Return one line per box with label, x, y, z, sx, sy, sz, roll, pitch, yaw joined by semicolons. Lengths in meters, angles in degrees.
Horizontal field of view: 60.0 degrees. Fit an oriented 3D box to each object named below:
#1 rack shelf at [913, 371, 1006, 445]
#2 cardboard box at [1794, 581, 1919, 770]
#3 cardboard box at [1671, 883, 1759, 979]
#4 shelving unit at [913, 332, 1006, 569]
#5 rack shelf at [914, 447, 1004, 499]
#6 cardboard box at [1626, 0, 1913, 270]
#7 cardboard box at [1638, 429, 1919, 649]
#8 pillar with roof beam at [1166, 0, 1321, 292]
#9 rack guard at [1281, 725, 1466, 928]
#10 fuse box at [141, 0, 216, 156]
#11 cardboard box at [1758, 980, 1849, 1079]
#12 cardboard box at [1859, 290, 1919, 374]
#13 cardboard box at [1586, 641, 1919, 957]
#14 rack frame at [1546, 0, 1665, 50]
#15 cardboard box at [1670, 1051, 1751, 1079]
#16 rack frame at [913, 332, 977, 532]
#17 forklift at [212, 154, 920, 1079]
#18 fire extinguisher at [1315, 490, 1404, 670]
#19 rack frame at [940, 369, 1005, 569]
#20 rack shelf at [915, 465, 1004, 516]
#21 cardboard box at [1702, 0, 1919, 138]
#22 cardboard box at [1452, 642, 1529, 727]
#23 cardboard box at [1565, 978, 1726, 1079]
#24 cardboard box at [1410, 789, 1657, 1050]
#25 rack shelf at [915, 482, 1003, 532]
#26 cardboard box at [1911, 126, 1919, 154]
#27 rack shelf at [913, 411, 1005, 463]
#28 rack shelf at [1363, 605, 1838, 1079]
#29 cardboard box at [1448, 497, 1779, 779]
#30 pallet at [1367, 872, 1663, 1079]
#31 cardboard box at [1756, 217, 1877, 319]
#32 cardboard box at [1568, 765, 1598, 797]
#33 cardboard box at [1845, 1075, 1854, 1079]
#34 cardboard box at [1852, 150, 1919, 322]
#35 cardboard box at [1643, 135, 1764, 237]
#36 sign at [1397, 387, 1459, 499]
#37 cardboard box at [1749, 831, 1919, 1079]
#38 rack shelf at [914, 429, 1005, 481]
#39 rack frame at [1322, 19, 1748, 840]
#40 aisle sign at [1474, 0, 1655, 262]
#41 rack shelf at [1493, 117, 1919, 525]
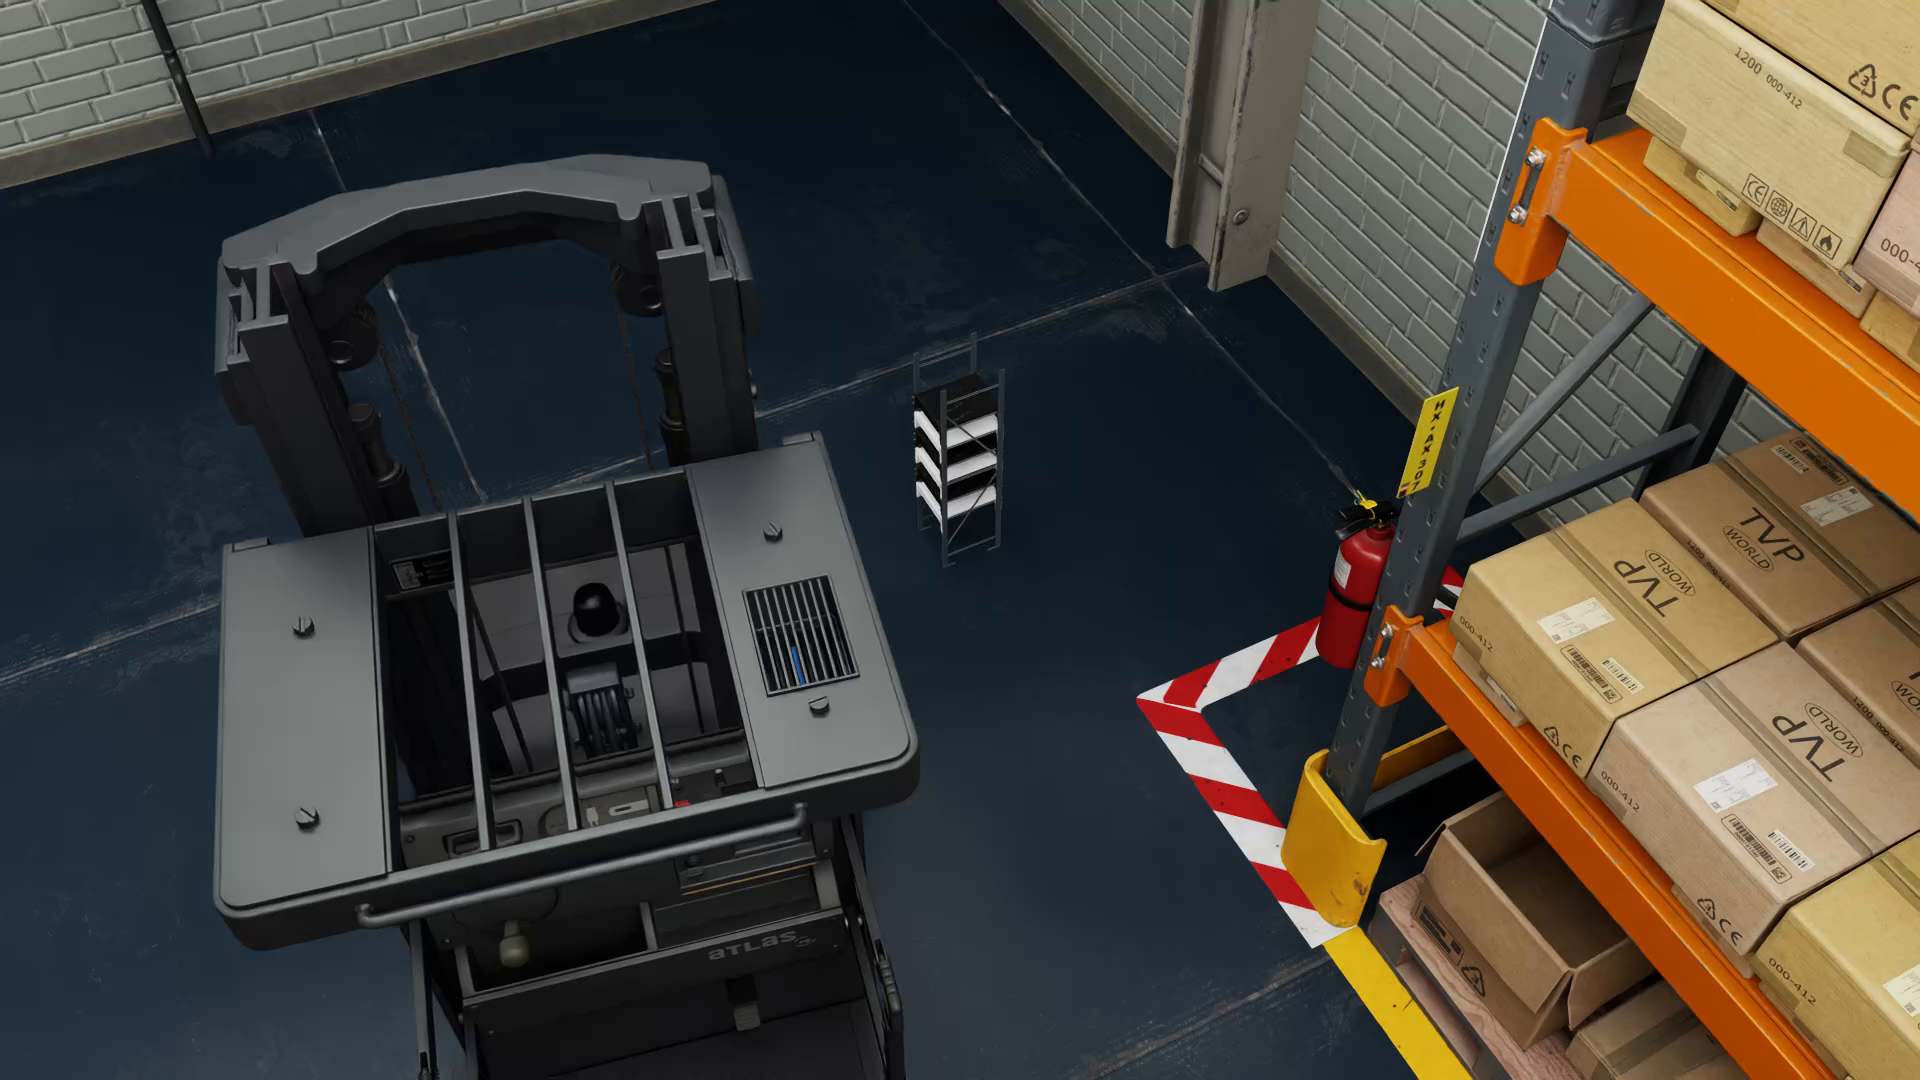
rack shelf;-0.004;-0.458;5.738;0.258;0.077;0.200;-21;52;-18
cardboard box;2.255;0.388;3.820;0.500;0.250;0.500;-21;52;-17
cardboard box;1.850;0.780;3.742;0.380;0.149;0.250;-20;52;-16
shelving unit;-0.004;-0.302;5.916;0.258;0.900;0.210;-21;52;-18
rack shelf;-0.004;-0.280;5.941;0.258;0.077;0.200;-21;52;-18
cardboard box;1.534;-0.771;2.841;0.500;0.250;0.500;-22;52;-18
cardboard box;2.020;0.042;4.123;0.500;0.250;0.500;-20;52;-16
pillar with roof beam;-2.686;-2.733;2.662;9.100;9.000;0.400;-21;52;-18
rack guard;1.609;0.748;5.264;1.175;0.500;0.348;-21;52;-18
fuse box;-3.504;-2.381;7.196;0.539;1.711;0.414;-21;52;-18
cardboard box;1.977;0.956;3.588;0.380;0.149;0.250;-20;52;-17
cardboard box;1.759;-0.393;2.775;0.380;0.149;0.250;-21;52;-17
cardboard box;1.773;0.559;3.670;0.500;0.250;0.500;-21;52;-17
rack frame;1.574;-2.101;2.109;1.000;3.000;0.127;-21;52;-18
cardboard box;2.126;1.586;4.251;0.700;0.500;0.500;-19;52;-16
rack frame;-0.050;-0.370;5.976;0.240;0.900;0.006;-21;52;-18
forklift;-0.700;0.798;3.604;1.130;2.935;3.031;-12;50;-10
fire extinguisher;1.096;0.083;4.484;0.296;0.674;0.183;-21;52;-18
rack frame;0.043;-0.234;5.857;0.240;0.900;0.006;-21;52;-18
rack shelf;-0.004;-0.220;6.009;0.258;0.077;0.200;-21;52;-18
cardboard box;1.554;-0.943;2.659;0.500;0.250;0.500;-22;52;-18
cardboard box;1.480;0.271;4.187;0.380;0.149;0.250;-22;52;-18
cardboard box;1.929;1.414;4.635;0.380;0.149;0.250;-23;53;-19
cardboard box;1.770;1.000;4.762;0.797;0.503;0.637;-23;53;-19
rack shelf;-0.004;-0.161;6.077;0.258;0.077;0.200;-21;52;-18
cardboard box;1.770;-0.596;2.356;0.500;0.250;0.500;-22;52;-18
rack shelf;-0.004;-0.398;5.806;0.258;0.077;0.200;-21;52;-18
rack shelf;2.489;1.450;3.467;1.077;0.370;4.000;-21;52;-18
cardboard box;1.542;0.222;3.965;0.500;0.250;0.500;-21;52;-17
pallet;1.974;1.376;4.906;1.003;0.211;1.213;-21;52;-18
cardboard box;1.656;-0.571;2.931;0.380;0.149;0.250;-20;52;-17
cardboard box;1.638;0.426;4.052;0.380;0.149;0.250;-20;52;-17
cardboard box;2.026;1.151;3.418;0.380;0.149;0.250;-23;53;-19
cardboard box;1.785;-0.438;2.549;0.500;0.250;0.500;-20;52;-17
cardboard box;1.513;-0.737;3.076;0.380;0.149;0.250;-20;52;-17
sign;1.092;-0.224;3.878;0.100;0.325;0.005;-21;52;-18
cardboard box;2.008;0.897;3.374;0.500;0.250;0.500;-22;52;-18
rack shelf;-0.004;-0.339;5.873;0.258;0.077;0.200;-21;52;-18
rack frame;1.574;-0.126;4.367;1.000;3.000;0.127;-21;52;-18
aisle sign;1.282;-0.926;3.340;0.394;0.787;0.004;-21;52;-18
rack shelf;2.489;0.462;2.338;1.077;0.370;4.000;-21;52;-18
